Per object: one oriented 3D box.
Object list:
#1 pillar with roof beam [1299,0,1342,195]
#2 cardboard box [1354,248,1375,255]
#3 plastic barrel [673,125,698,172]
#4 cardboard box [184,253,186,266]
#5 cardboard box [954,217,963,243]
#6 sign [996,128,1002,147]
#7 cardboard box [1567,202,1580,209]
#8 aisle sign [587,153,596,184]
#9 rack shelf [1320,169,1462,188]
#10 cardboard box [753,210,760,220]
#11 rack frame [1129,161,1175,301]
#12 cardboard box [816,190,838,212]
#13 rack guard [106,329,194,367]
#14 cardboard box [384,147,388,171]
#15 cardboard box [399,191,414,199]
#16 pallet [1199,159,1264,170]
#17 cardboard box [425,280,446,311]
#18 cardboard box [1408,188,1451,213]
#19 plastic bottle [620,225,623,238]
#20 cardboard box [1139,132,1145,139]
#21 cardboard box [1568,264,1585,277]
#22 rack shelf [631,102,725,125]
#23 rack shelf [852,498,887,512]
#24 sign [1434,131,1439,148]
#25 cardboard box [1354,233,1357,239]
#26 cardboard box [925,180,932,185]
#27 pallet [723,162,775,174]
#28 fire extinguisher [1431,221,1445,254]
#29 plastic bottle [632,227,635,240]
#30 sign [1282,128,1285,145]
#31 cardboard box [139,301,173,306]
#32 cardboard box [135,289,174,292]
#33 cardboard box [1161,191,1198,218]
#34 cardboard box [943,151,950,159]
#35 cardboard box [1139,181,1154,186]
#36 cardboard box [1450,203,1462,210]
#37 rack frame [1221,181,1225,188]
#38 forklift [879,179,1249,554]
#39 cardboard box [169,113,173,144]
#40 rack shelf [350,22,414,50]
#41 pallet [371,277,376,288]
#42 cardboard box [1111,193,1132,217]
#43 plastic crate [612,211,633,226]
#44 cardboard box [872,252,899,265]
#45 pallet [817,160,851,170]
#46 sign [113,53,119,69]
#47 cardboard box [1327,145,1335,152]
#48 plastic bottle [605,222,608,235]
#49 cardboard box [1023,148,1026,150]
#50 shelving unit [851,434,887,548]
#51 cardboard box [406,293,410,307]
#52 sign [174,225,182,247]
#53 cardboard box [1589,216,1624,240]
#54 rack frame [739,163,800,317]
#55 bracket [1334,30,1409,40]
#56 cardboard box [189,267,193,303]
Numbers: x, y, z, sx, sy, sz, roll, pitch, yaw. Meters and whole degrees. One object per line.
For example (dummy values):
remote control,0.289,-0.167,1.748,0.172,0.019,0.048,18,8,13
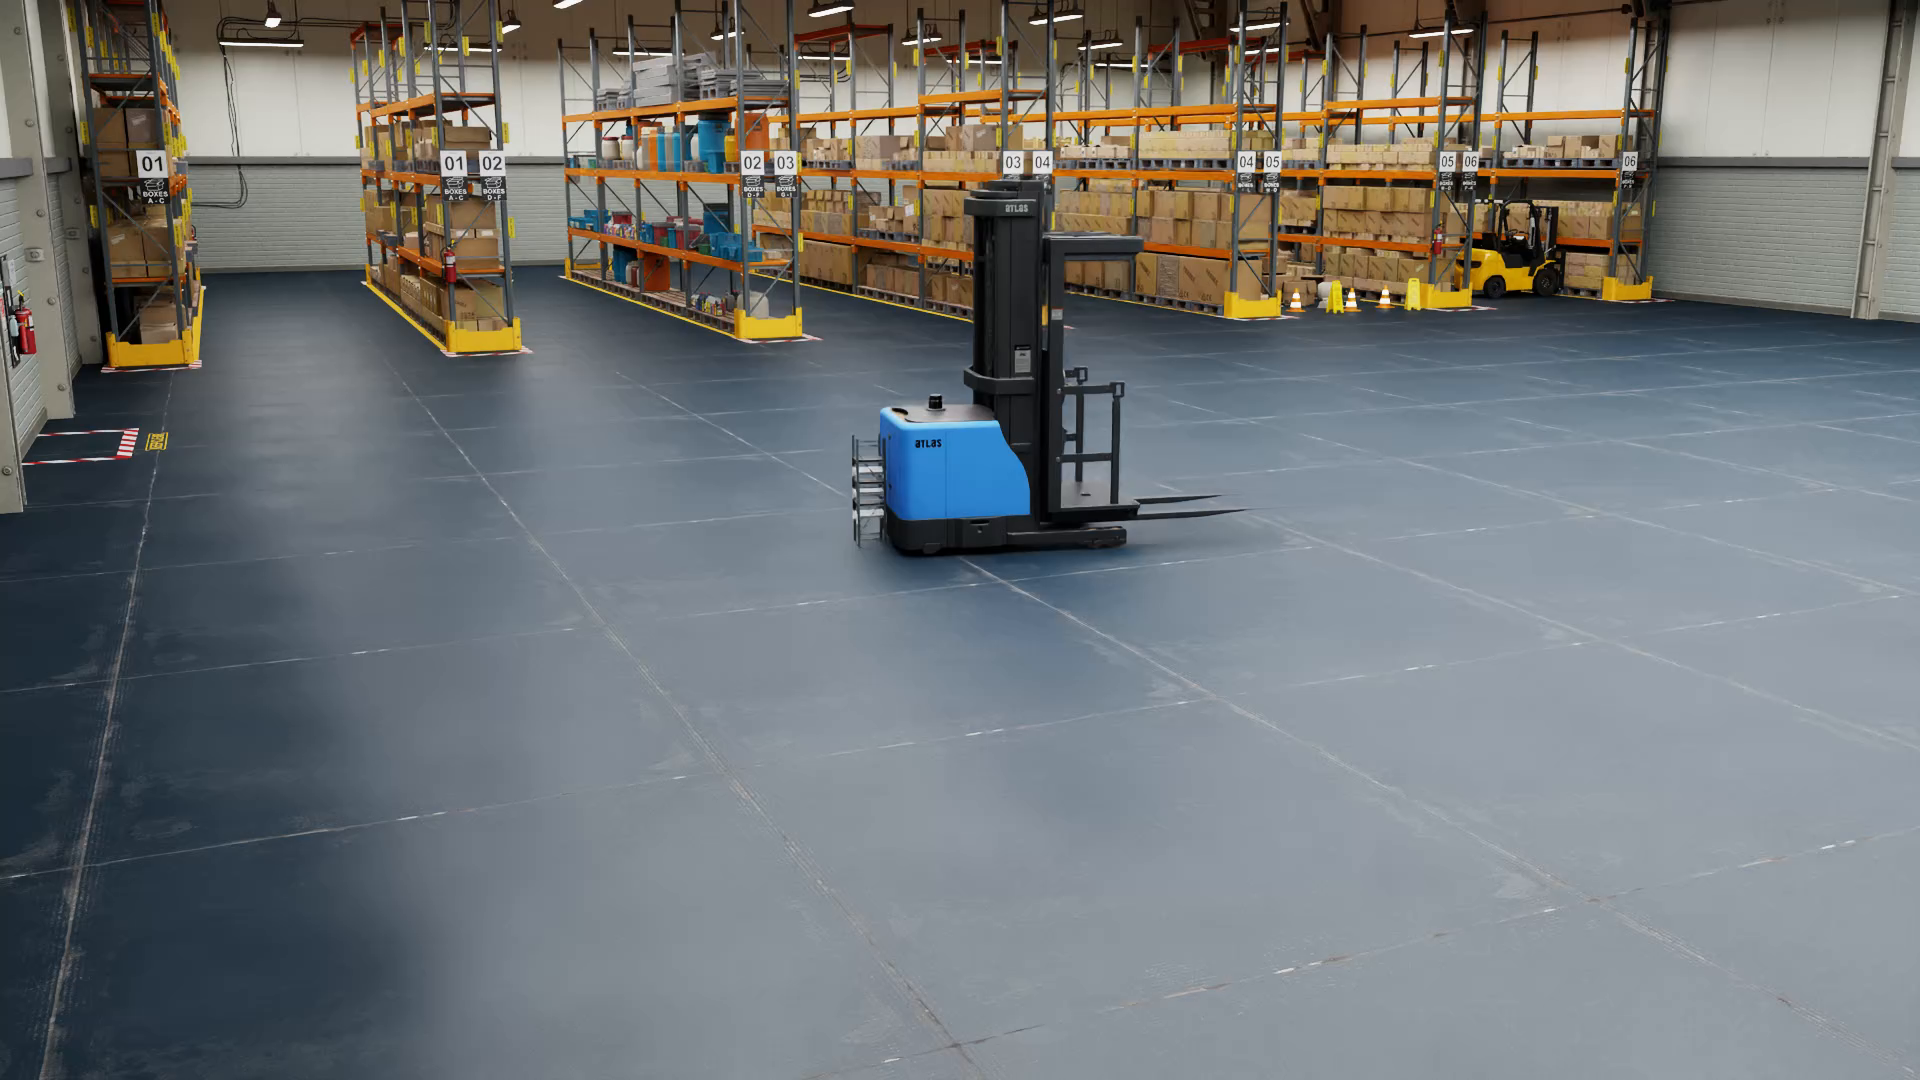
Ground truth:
pillar with roof beam,6.649,-12.078,46.098,9.100,9.000,0.548,-6,14,-23
cardboard box,9.006,-6.424,37.040,0.380,0.149,0.250,-5,14,-20
plastic barrel,-5.317,-7.665,32.573,0.600,0.901,0.708,-6,14,-23
cardboard box,-13.116,-4.639,27.552,0.500,0.250,0.500,-6,14,-23
cardboard box,0.371,-6.109,32.732,0.875,0.500,0.500,-6,14,-23
sign,0.710,-7.342,30.324,0.100,0.325,0.005,-6,14,-23
cardboard box,14.022,-7.606,37.760,0.380,0.149,0.250,-5,14,-22
aisle sign,-9.481,-9.661,43.196,0.394,0.787,0.004,-6,14,-23
rack shelf,9.506,-7.914,36.357,1.077,0.370,4.000,-6,14,-23
cardboard box,-5.238,-8.749,44.693,0.500,0.250,0.500,-6,14,-24
rack frame,4.209,-6.749,36.377,1.000,3.000,0.127,-6,14,-23
cardboard box,-3.053,-8.238,40.365,0.797,0.503,0.637,-5,14,-22
rack guard,-12.420,-2.951,25.511,1.175,0.500,0.348,-6,14,-23
cardboard box,-11.675,-8.064,35.186,0.910,0.500,0.500,-6,14,-23
cardboard box,-12.797,-7.846,38.677,0.500,0.500,0.500,-6,14,-25
pallet,5.505,-7.493,33.136,1.003,0.211,1.213,-6,14,-23
cardboard box,-9.155,-4.327,29.418,0.500,0.500,0.500,-6,14,-23
cardboard box,9.902,-7.157,35.042,0.700,0.500,0.500,-6,14,-24
plastic bottle,-7.655,-6.991,37.682,0.061,0.283,0.133,-6,14,-23
cardboard box,4.044,-8.624,35.461,0.380,0.149,0.250,-5,14,-22
cardboard box,14.181,-6.125,37.740,0.500,0.250,0.500,-6,14,-24
rack shelf,-5.715,-8.665,33.834,1.077,0.370,4.000,-6,14,-23
rack shelf,-0.742,-0.284,13.646,0.258,0.077,0.200,-3,13,-13
sign,9.790,-8.237,34.192,0.100,0.325,0.005,-6,14,-23
cardboard box,9.022,-6.794,37.131,0.380,0.149,0.250,-6,14,-23
cardboard box,-0.661,-9.792,46.427,0.500,0.500,0.500,-6,14,-23
pallet,-3.554,-6.597,29.488,1.003,0.211,1.213,-6,14,-23
fire extinguisher,9.930,-6.287,34.555,0.296,0.674,0.183,-6,14,-23
plastic bottle,-7.162,-6.737,36.583,0.061,0.283,0.133,-6,14,-23
sign,6.323,-7.897,32.572,0.100,0.325,0.005,-6,14,-23
cardboard box,-13.539,-3.765,28.054,0.500,0.500,0.500,-7,15,-27
cardboard box,-14.722,-4.338,30.528,0.700,0.500,0.500,-5,14,-22
cardboard box,4.743,-7.042,34.914,0.875,0.550,0.550,-6,14,-23
cardboard box,-0.105,-7.593,32.820,0.380,0.149,0.250,-6,14,-24
cardboard box,5.085,-9.756,45.494,0.380,0.149,0.250,-6,14,-24
cardboard box,12.372,-8.342,41.603,0.380,0.149,0.250,-5,14,-22
rack frame,8.444,-10.145,51.052,1.000,3.000,0.127,-6,14,-23
forklift,0.889,-1.468,13.711,3.031,2.935,1.130,-3,13,-13
cardboard box,-13.312,-6.795,27.439,0.500,0.500,0.500,-5,14,-20
rack shelf,-13.460,-11.685,38.626,1.077,0.370,4.000,-6,14,-23
pallet,-13.910,-6.368,40.916,1.003,0.211,1.213,-6,14,-23
cardboard box,3.797,-7.493,37.152,0.700,0.500,0.500,-6,14,-24
plastic crate,-8.247,-7.795,40.621,0.402,0.464,0.583,-6,14,-23
cardboard box,-1.682,-6.374,37.664,0.500,0.250,0.500,-5,14,-21
pallet,-2.735,-8.876,39.337,1.003,0.211,1.213,-5,14,-20
sign,-17.714,-10.042,34.880,0.100,0.325,0.005,-6,14,-23
cardboard box,8.531,-8.850,37.591,0.380,0.149,0.250,-6,14,-24
plastic bottle,-8.309,-7.328,39.140,0.061,0.283,0.133,-6,14,-23
cardboard box,1.737,-9.386,40.898,0.500,0.500,0.500,-6,14,-23
shelving unit,-0.743,-0.404,13.618,0.258,0.900,0.210,-3,13,-13
cardboard box,-10.700,-4.774,33.010,0.500,0.250,0.500,-6,14,-24
sign,-11.892,-4.624,25.276,0.100,0.325,0.005,-6,14,-23
cardboard box,14.415,-6.966,37.095,0.500,0.500,0.500,-6,14,-24
rack frame,-3.312,-5.048,29.028,1.000,3.000,0.127,-6,14,-23
bracket,11.473,-13.567,44.548,0.076,0.066,4.783,-6,14,-23
cardboard box,-15.768,-5.127,33.206,0.750,0.750,0.750,-6,14,-24
